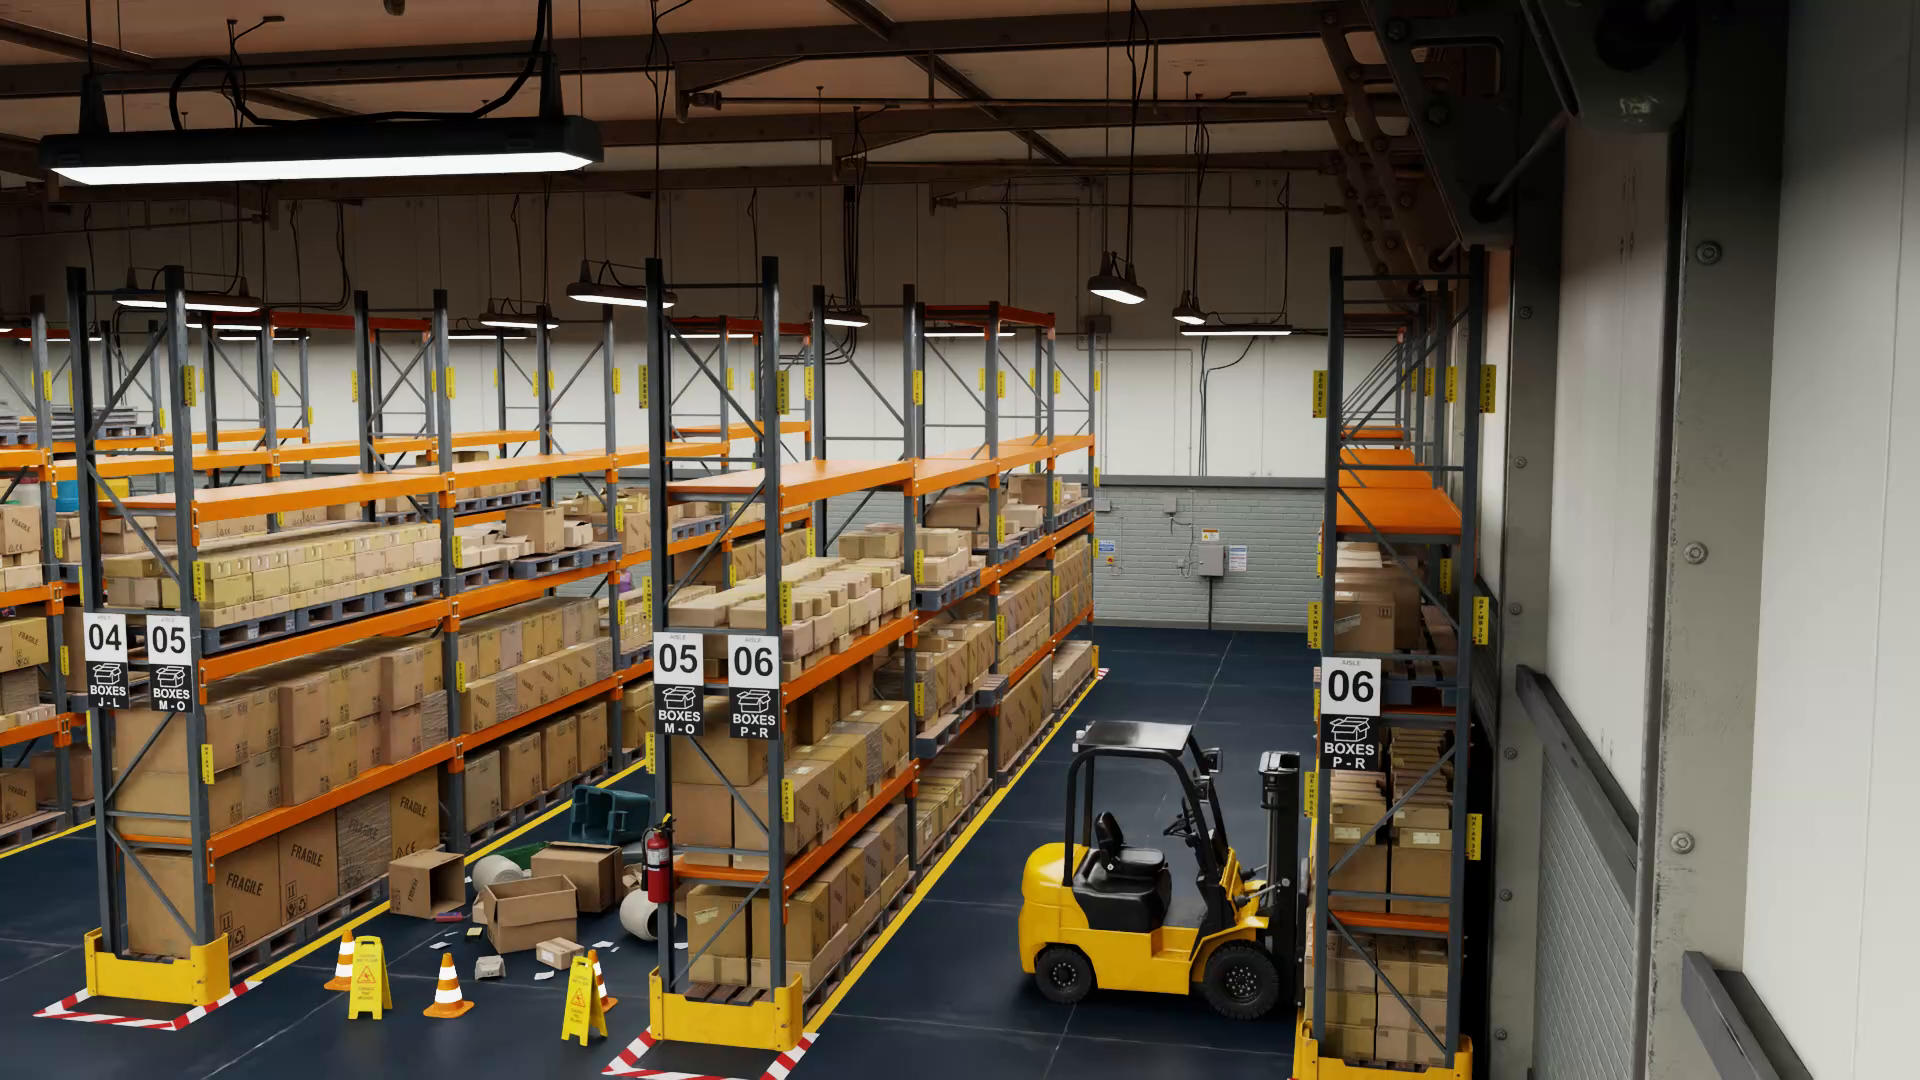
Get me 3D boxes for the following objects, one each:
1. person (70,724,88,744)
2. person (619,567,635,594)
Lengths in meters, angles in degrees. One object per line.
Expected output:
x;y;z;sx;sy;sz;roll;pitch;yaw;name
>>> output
-11.608;2.088;21.870;0.642;1.762;0.705;0;6;3;person
-6.504;1.124;32.171;0.440;1.539;0.980;-1;6;-12;person
